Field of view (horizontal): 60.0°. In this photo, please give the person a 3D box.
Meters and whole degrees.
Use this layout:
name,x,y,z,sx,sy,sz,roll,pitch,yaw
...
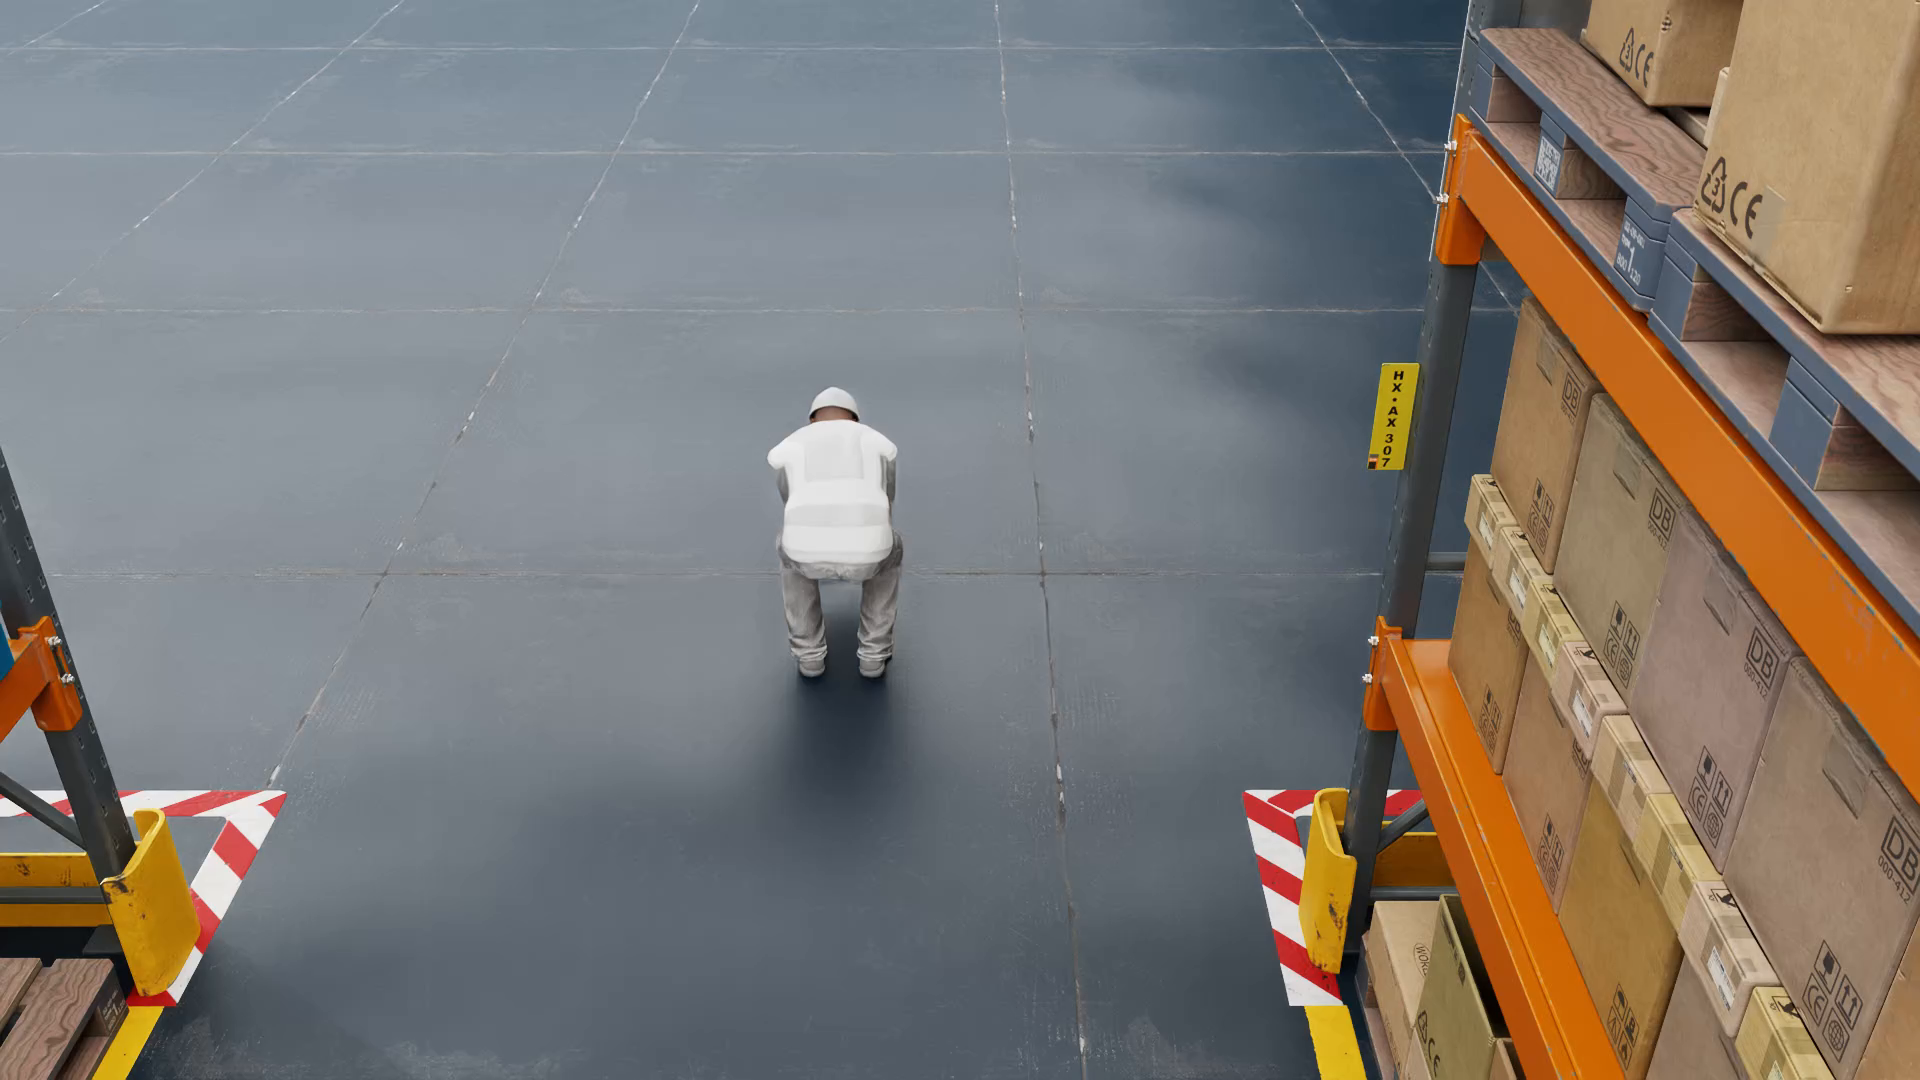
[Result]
name,x,y,z,sx,sy,sz,roll,pitch,yaw
person,-0.510,-0.006,6.887,0.549,0.994,0.970,-1,31,-1
